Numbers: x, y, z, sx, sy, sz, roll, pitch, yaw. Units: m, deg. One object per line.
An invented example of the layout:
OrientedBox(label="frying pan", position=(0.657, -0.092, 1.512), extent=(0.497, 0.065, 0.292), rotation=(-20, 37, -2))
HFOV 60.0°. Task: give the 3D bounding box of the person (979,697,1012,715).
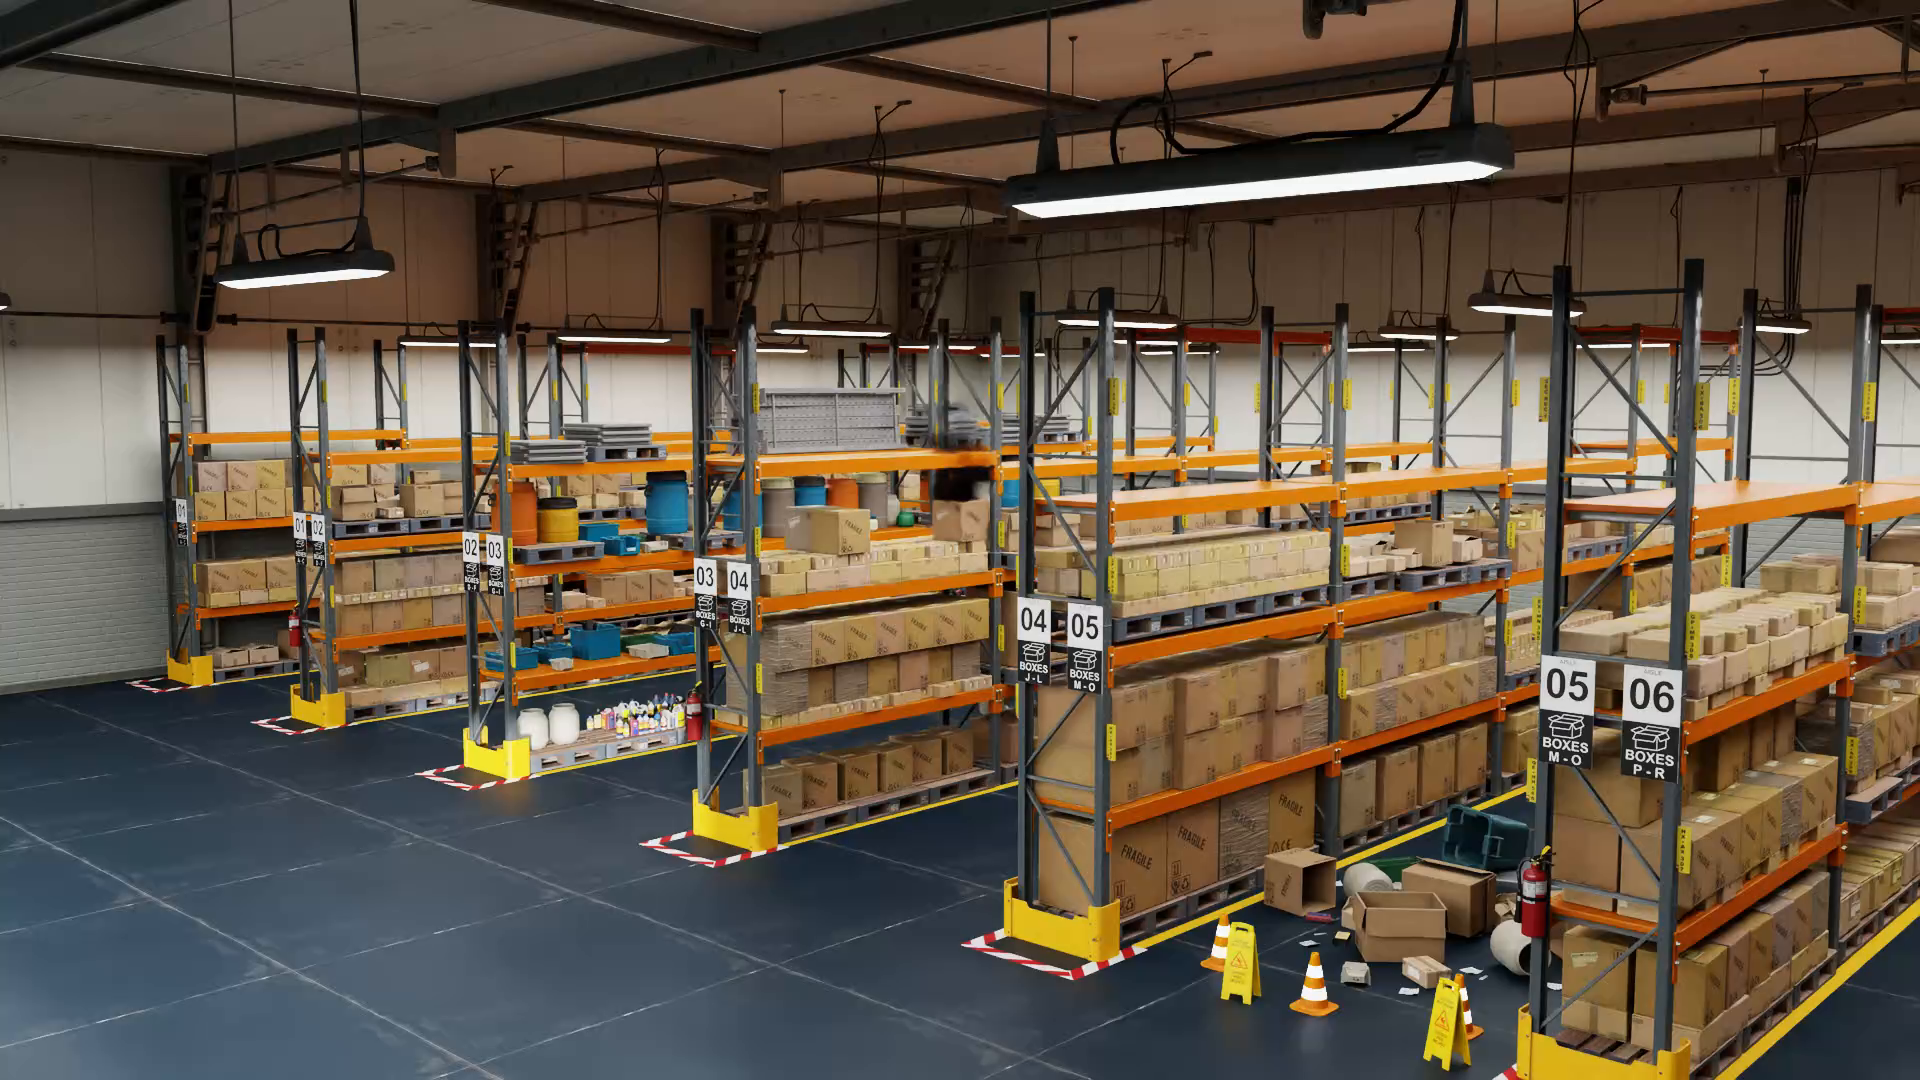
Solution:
OrientedBox(label="person", position=(0.526, 2.050, 24.205), extent=(0.657, 1.693, 0.673), rotation=(4, 7, 39))

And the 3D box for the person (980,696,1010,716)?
OrientedBox(label="person", position=(0.537, 1.819, 25.858), extent=(0.645, 1.804, 0.937), rotation=(4, 7, 38))
